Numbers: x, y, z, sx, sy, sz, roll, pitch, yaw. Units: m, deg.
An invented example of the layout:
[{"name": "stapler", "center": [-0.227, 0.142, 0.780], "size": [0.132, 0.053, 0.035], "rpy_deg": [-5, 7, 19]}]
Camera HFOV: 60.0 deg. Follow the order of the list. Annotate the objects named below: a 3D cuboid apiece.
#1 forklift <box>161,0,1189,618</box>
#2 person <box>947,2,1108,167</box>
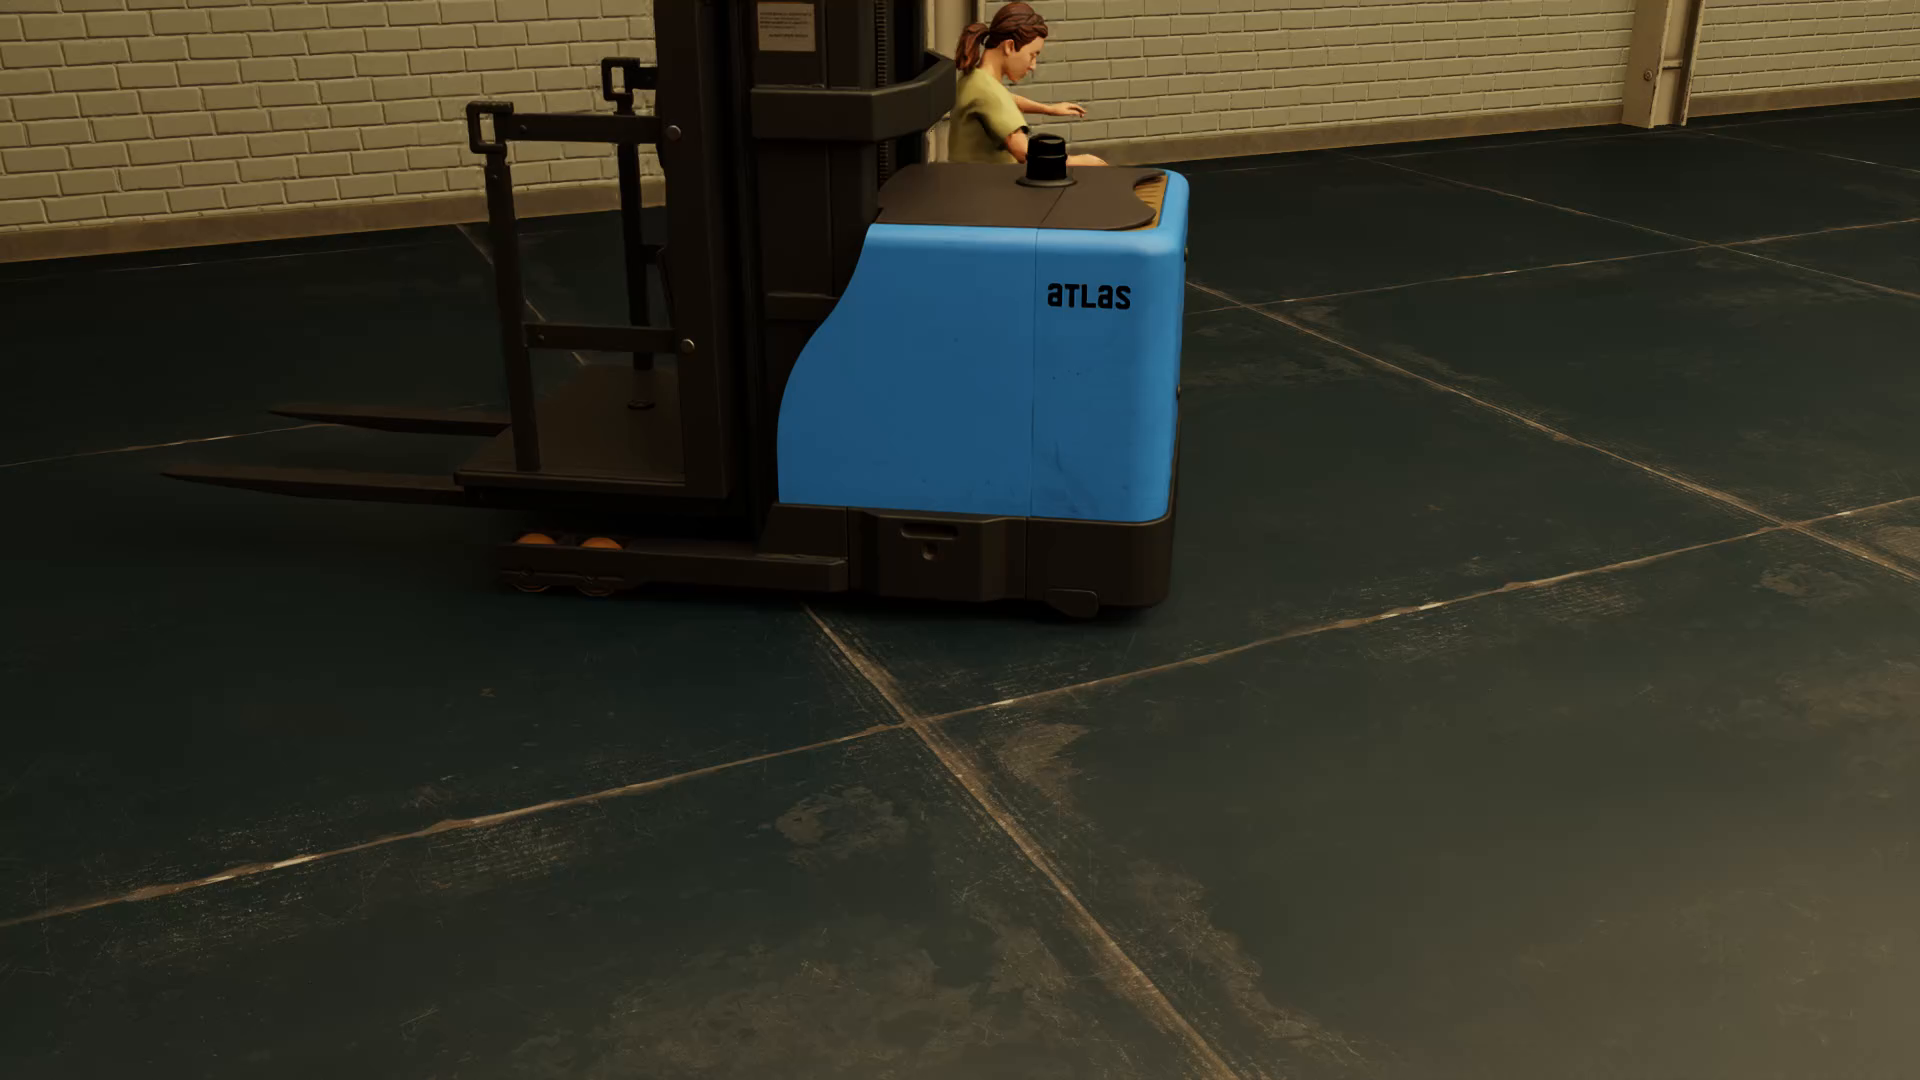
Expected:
[{"name": "forklift", "center": [-0.865, -1.388, 4.626], "size": [3.031, 2.935, 1.130], "rpy_deg": [3, 23, 8]}, {"name": "person", "center": [0.260, -1.241, 6.209], "size": [0.679, 1.474, 1.222], "rpy_deg": [-3, 23, -7]}]
